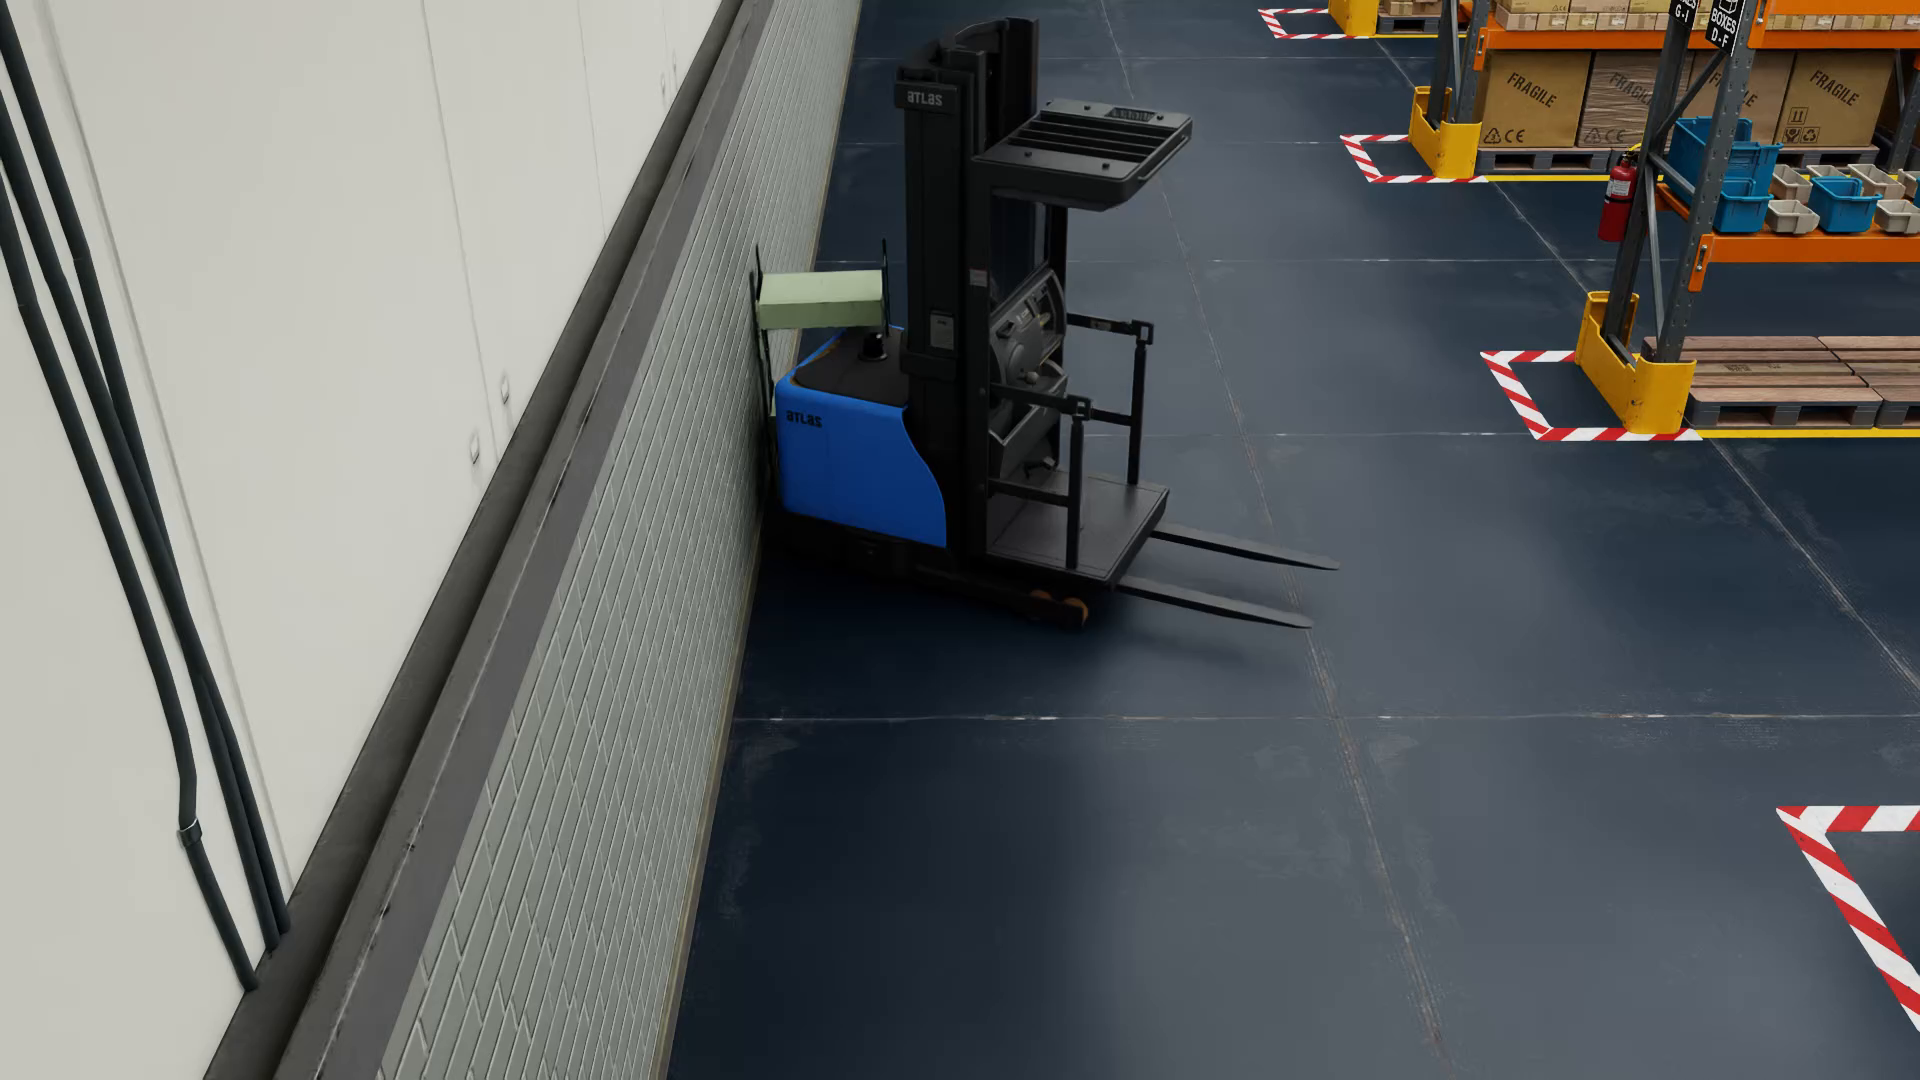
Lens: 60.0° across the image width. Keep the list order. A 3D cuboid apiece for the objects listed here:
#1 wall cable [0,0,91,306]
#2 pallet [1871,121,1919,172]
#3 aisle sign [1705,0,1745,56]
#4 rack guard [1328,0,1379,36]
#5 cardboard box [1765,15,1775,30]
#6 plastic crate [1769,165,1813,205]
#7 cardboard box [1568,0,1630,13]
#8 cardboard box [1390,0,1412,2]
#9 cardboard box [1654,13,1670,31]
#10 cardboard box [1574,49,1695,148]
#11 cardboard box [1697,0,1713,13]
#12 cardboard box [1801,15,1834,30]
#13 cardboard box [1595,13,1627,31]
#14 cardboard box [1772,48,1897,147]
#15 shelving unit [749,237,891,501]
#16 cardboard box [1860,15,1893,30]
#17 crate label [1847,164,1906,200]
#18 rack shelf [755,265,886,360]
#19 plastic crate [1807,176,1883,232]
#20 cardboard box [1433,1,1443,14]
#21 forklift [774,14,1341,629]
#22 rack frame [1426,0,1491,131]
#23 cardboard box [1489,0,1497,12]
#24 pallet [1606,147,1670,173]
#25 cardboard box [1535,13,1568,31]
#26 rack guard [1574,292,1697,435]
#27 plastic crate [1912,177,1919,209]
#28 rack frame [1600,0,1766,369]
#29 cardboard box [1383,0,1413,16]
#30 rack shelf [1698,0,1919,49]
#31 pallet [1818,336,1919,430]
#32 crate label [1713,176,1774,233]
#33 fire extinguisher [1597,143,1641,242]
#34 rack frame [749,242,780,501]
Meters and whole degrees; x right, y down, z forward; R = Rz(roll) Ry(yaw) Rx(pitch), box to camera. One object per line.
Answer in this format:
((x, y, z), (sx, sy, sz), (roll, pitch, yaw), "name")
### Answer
((-1.089, -2.105, 2.559), (0.112, 2.526, 3.097), (0, 31, 0), "wall cable")
((9.267, -3.708, 15.547), (1.213, 0.211, 1.003), (0, 31, 0), "pallet")
((4.456, -3.234, 9.571), (0.004, 0.787, 0.394), (0, 31, 0), "aisle sign")
((4.643, -6.351, 19.624), (0.348, 0.500, 1.175), (0, 31, 0), "rack guard")
((6.908, -4.576, 14.532), (0.250, 0.149, 0.380), (-1, 31, -1), "cardboard box")
((5.340, -2.286, 10.712), (0.243, 0.136, 0.396), (0, 31, 0), "plastic crate")
((5.497, -4.776, 14.476), (0.500, 0.250, 0.500), (-1, 31, -1), "cardboard box")
((5.093, -6.375, 19.312), (0.250, 0.149, 0.380), (1, 31, 2), "cardboard box")
((6.139, -4.574, 14.528), (0.250, 0.149, 0.380), (0, 31, -1), "cardboard box")
((6.045, -4.164, 15.253), (0.875, 0.875, 0.875), (0, 31, 0), "cardboard box")
((6.522, -4.780, 14.483), (0.500, 0.250, 0.500), (-1, 31, -1), "cardboard box")
((7.422, -4.578, 14.535), (0.250, 0.149, 0.380), (0, 31, 1), "cardboard box")
((5.626, -4.573, 14.526), (0.250, 0.149, 0.380), (-1, 31, -1), "cardboard box")
((7.835, -4.169, 15.262), (0.875, 0.875, 0.875), (0, 31, 0), "cardboard box")
((-0.773, -0.983, 9.766), (0.755, 1.500, 0.431), (-2, 34, 0), "shelving unit")
((7.935, -4.579, 14.537), (0.250, 0.149, 0.380), (0, 31, 1), "cardboard box")
((5.909, -2.293, 10.723), (0.243, 0.136, 0.396), (0, 31, 0), "crate label")
((-0.785, -1.308, 9.550), (0.720, 0.370, 0.431), (-2, 34, 0), "rack shelf")
((5.433, -2.063, 10.251), (0.300, 0.233, 0.416), (0, 31, 0), "plastic crate")
((5.603, -6.263, 19.414), (0.250, 0.149, 0.380), (0, 31, 0), "cardboard box")
((0.543, -1.092, 8.613), (3.031, 2.935, 1.130), (13, 34, 20), "forklift")
((4.496, -4.846, 14.735), (0.127, 3.000, 1.000), (0, 31, 0), "rack frame")
((4.850, -4.911, 15.083), (0.250, 0.149, 0.380), (0, 31, 1), "cardboard box")
((6.512, -3.699, 15.533), (1.213, 0.211, 1.003), (0, 31, 0), "pallet")
((5.110, -4.570, 14.522), (0.250, 0.149, 0.380), (-1, 31, -1), "cardboard box")
((4.502, -1.201, 11.137), (0.348, 0.500, 1.175), (0, 31, 0), "rack guard")
((6.091, -2.065, 10.255), (0.300, 0.233, 0.416), (0, 31, 0), "plastic crate")
((4.526, -2.277, 10.500), (0.127, 3.000, 1.000), (0, 31, 0), "rack frame")
((5.093, -6.215, 19.335), (0.250, 0.149, 0.380), (0, 31, 1), "cardboard box")
((6.526, -3.258, 9.919), (4.000, 0.370, 1.077), (0, 31, 0), "rack shelf")
((6.568, -1.069, 11.198), (1.213, 0.211, 1.003), (0, 31, 0), "pallet")
((4.775, -2.061, 10.248), (0.303, 0.233, 0.416), (0, 31, 0), "crate label")
((4.372, -2.320, 11.005), (0.183, 0.674, 0.296), (0, 31, 0), "fire extinguisher")
((-1.139, -0.969, 9.764), (0.023, 1.500, 0.400), (-2, 34, 0), "rack frame")
